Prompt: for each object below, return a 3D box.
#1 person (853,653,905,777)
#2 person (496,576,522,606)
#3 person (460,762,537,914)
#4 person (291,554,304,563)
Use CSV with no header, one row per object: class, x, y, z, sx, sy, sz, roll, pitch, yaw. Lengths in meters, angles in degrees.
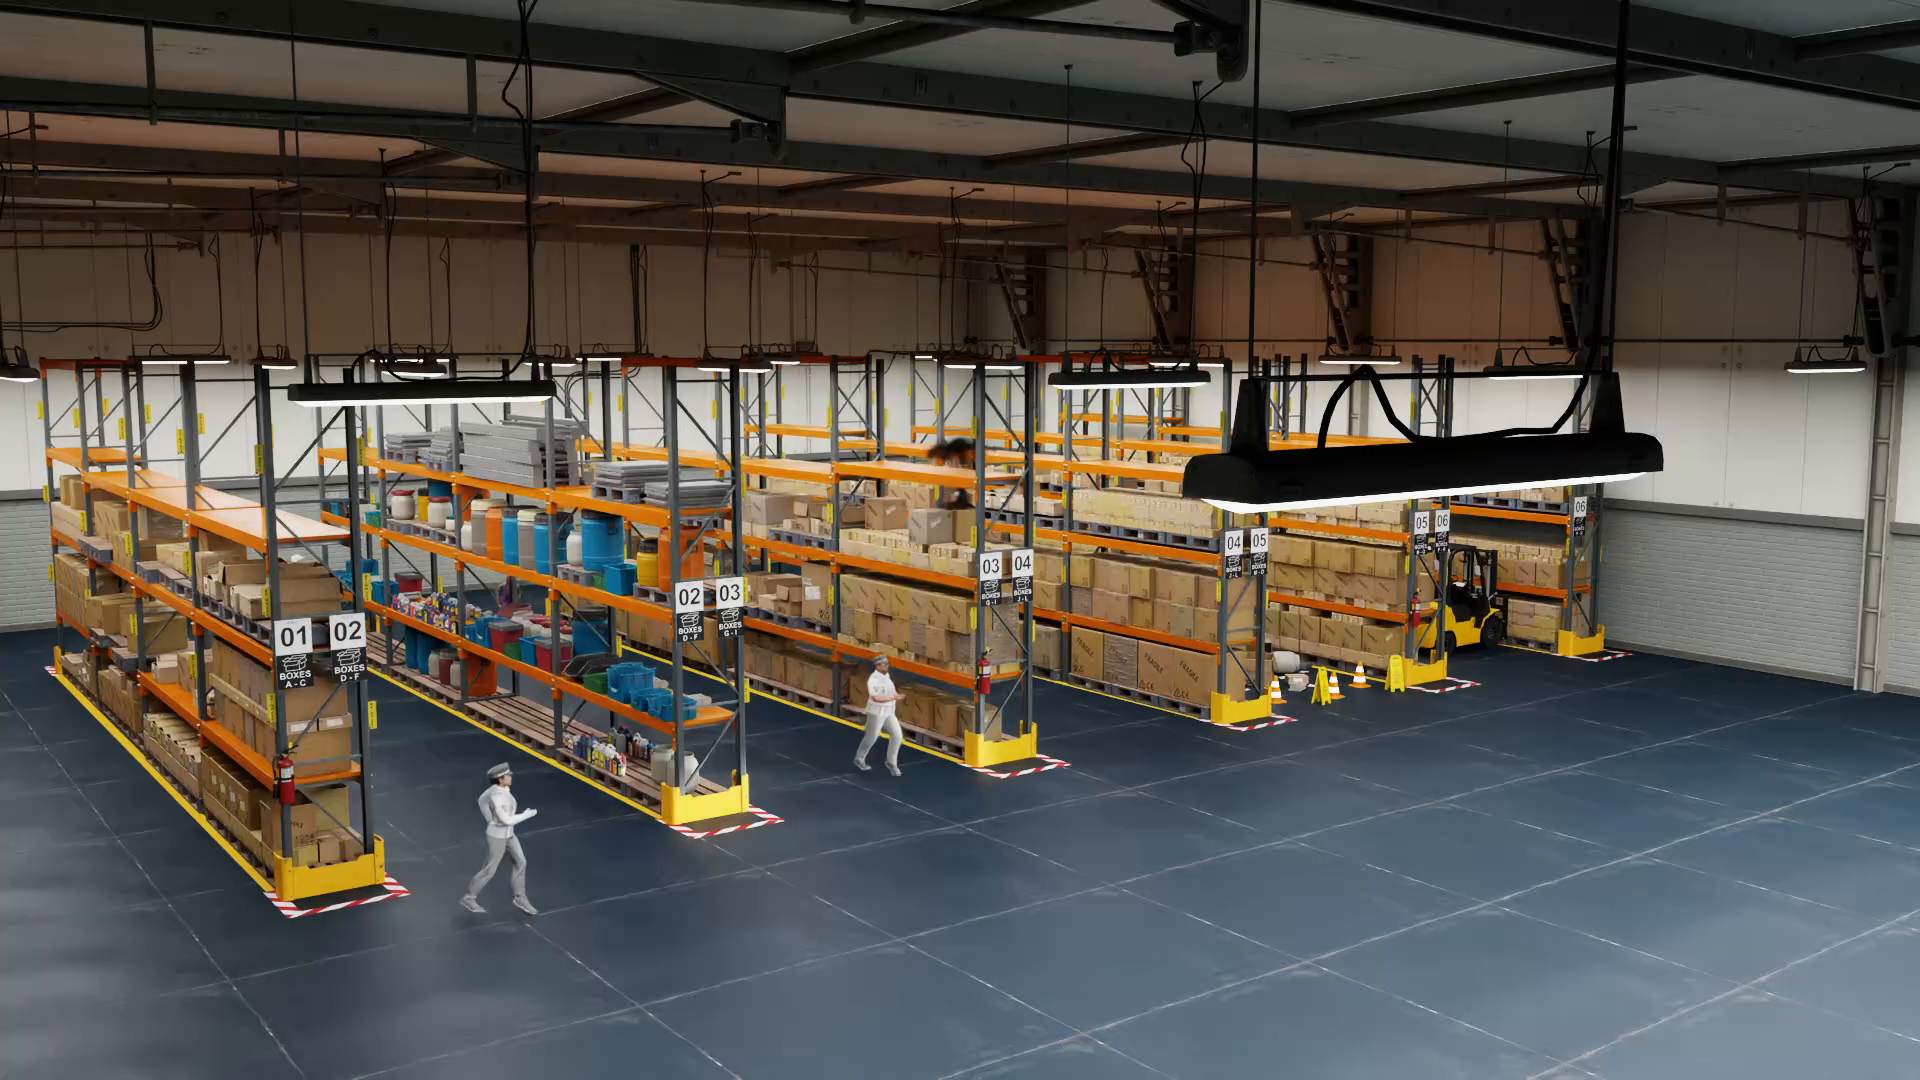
person,-1.165,2.554,24.235,0.872,1.847,0.616,4,8,32
person,-9.640,1.404,35.510,0.537,1.397,1.024,-3,7,-23
person,-5.078,3.298,18.274,0.845,1.740,0.564,-1,7,-6
person,-14.361,1.171,35.912,0.543,1.710,0.747,-3,7,-21
